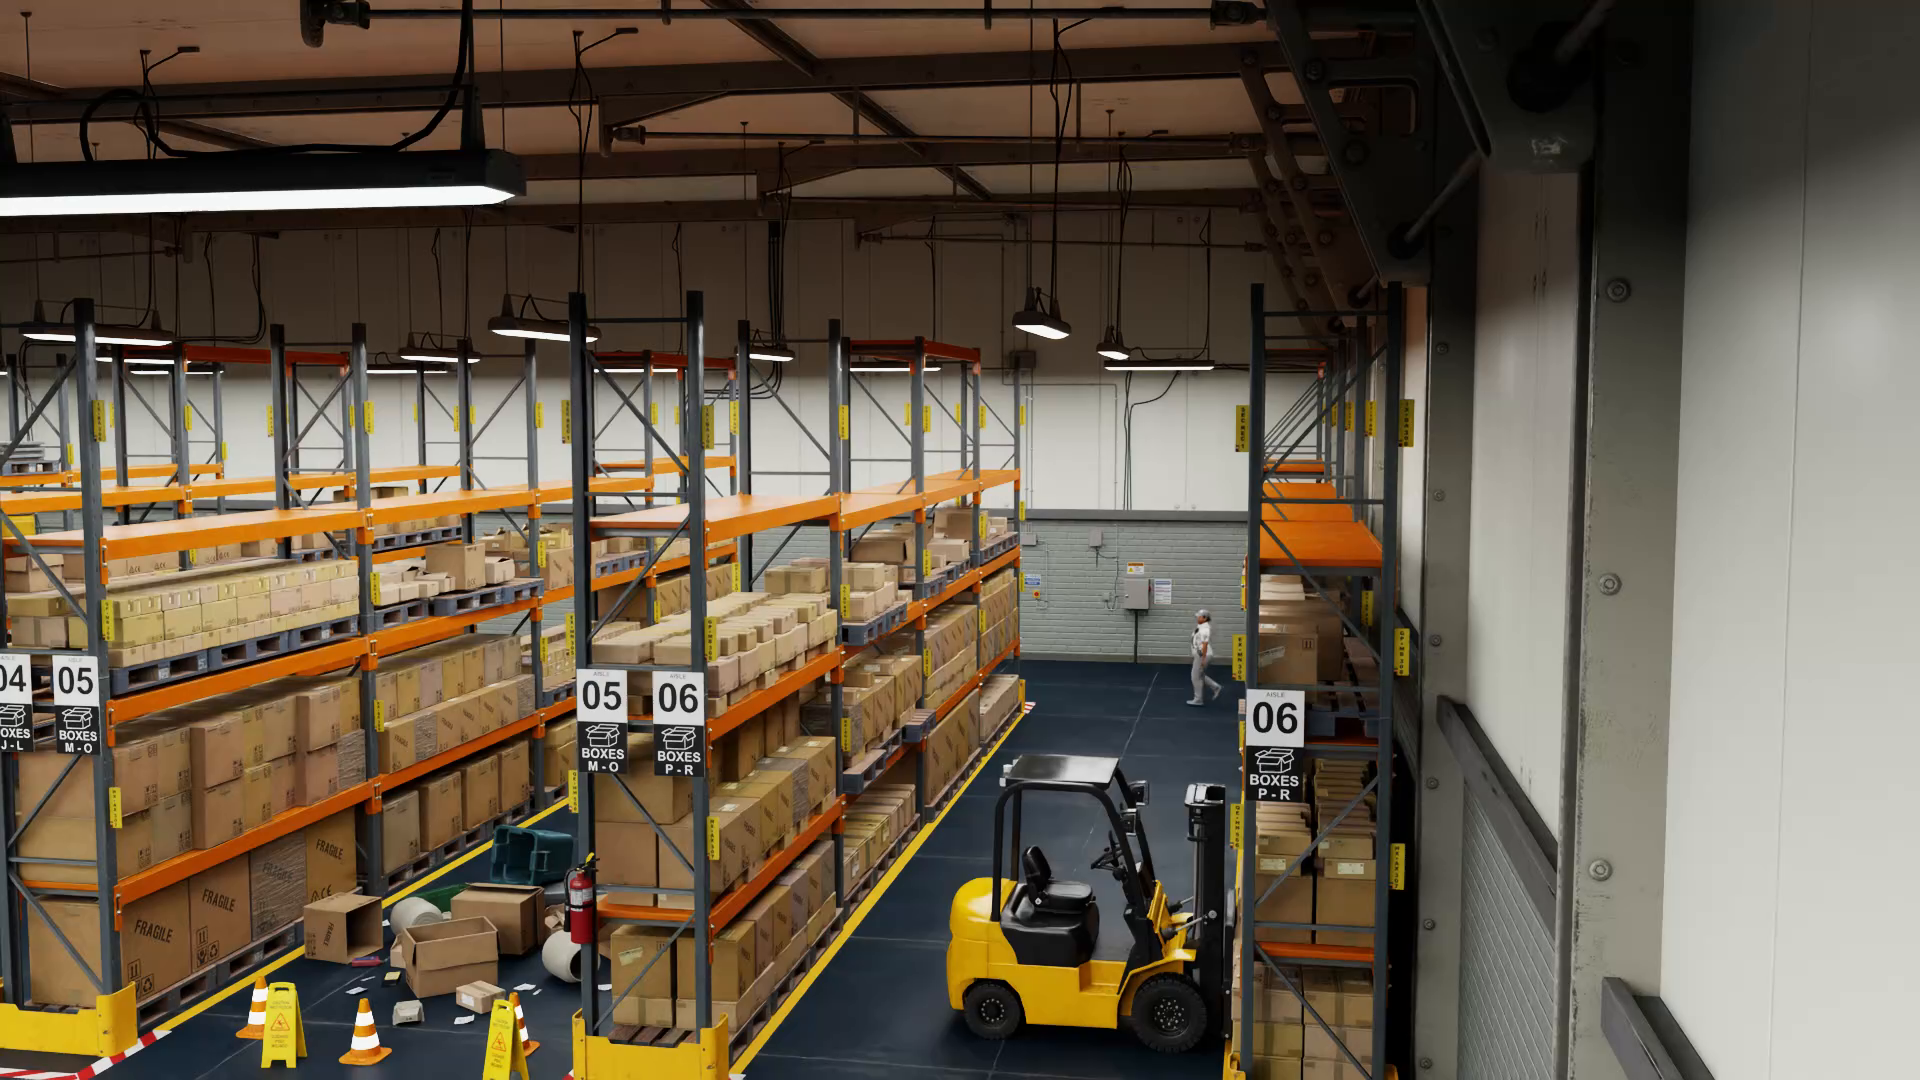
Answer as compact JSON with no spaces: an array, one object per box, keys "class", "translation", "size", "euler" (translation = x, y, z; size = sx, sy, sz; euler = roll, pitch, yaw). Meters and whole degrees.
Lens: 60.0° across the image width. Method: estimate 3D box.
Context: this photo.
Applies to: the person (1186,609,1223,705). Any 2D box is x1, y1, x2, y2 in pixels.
[{"class":"person","translation":[4.229,2.015,28.706],"size":[0.612,1.645,0.490],"euler":[1,5,10]}]
